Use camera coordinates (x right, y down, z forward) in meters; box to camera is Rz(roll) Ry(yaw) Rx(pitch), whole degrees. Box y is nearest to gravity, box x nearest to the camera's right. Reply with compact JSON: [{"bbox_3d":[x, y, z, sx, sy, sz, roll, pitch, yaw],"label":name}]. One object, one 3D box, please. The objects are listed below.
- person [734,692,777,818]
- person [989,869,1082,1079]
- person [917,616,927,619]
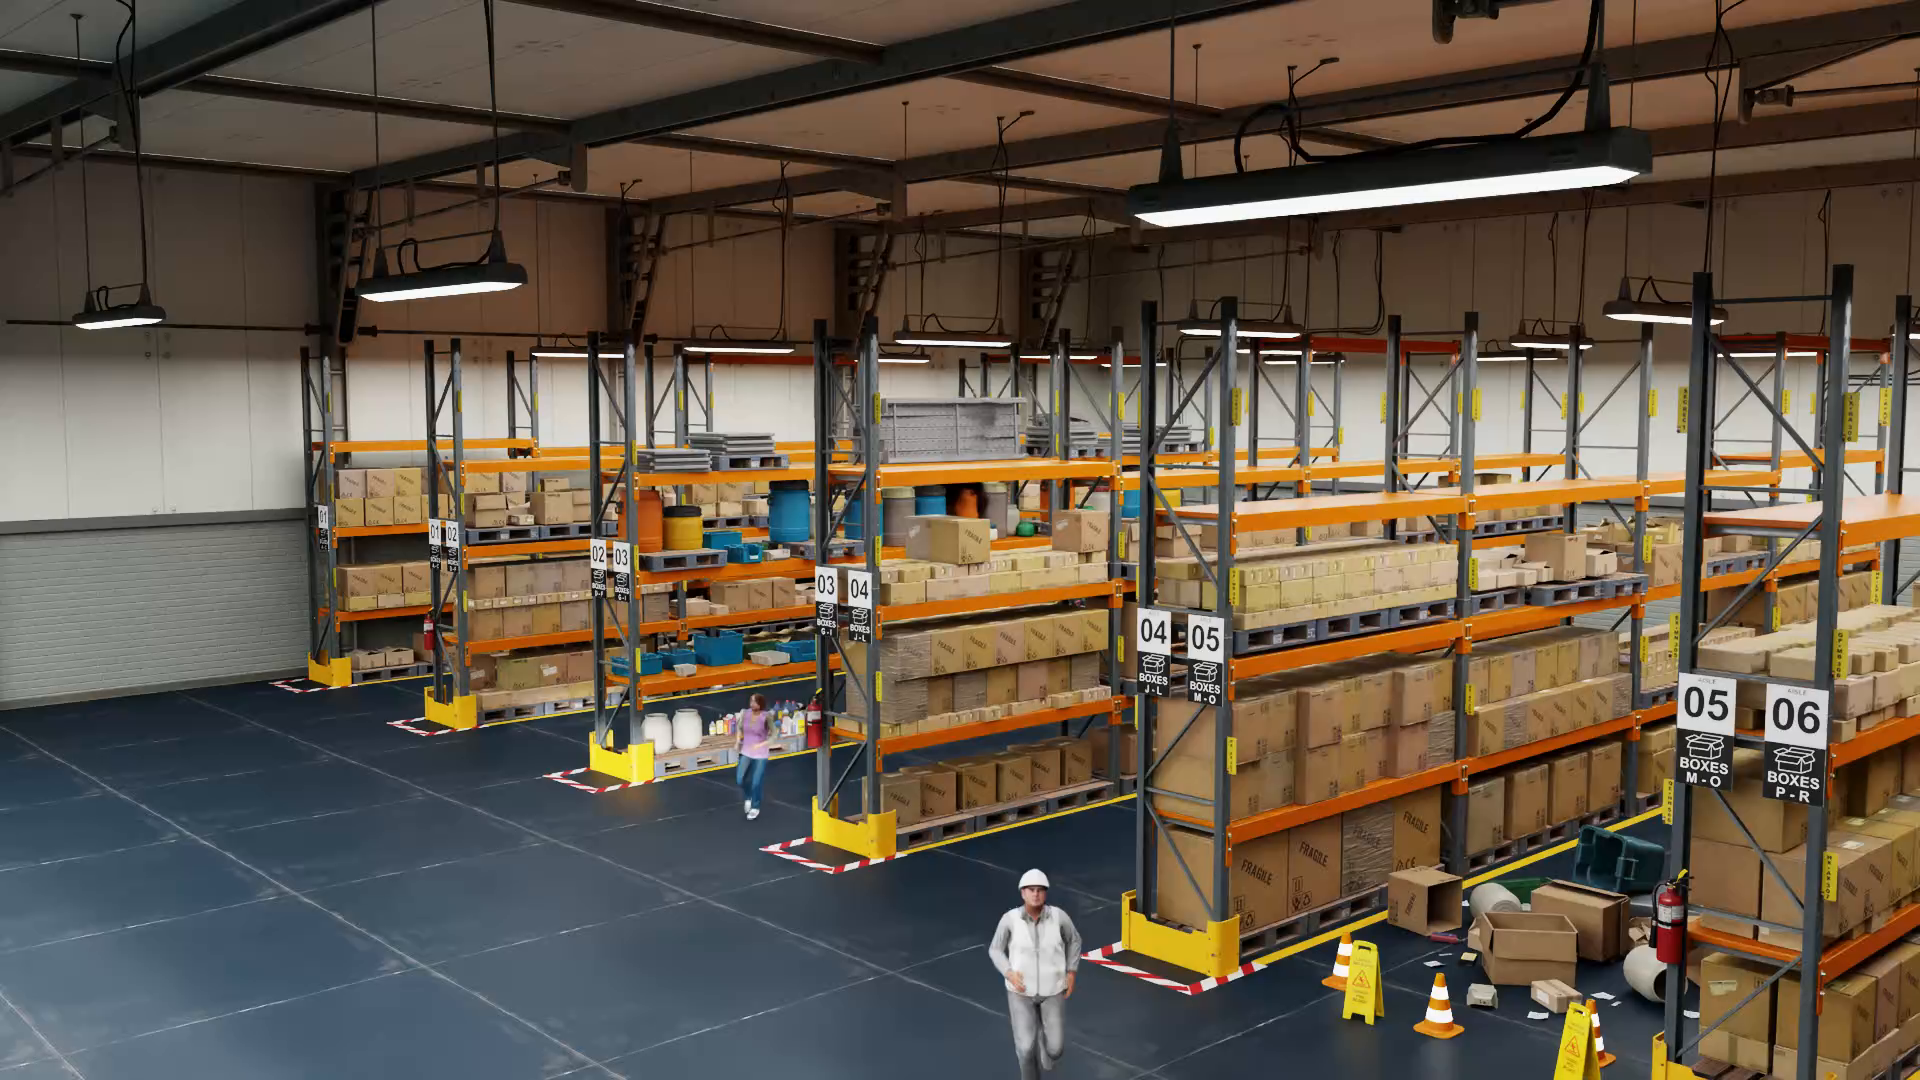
[{"bbox_3d":[-2.485,2.653,20.095,0.571,1.470,0.536,2,5,18],"label":"person"},{"bbox_3d":[0.558,3.249,12.006,0.688,1.740,0.601,0,5,-3],"label":"person"},{"bbox_3d":[-0.853,1.740,29.383,0.588,1.653,0.597,5,7,44],"label":"person"}]
